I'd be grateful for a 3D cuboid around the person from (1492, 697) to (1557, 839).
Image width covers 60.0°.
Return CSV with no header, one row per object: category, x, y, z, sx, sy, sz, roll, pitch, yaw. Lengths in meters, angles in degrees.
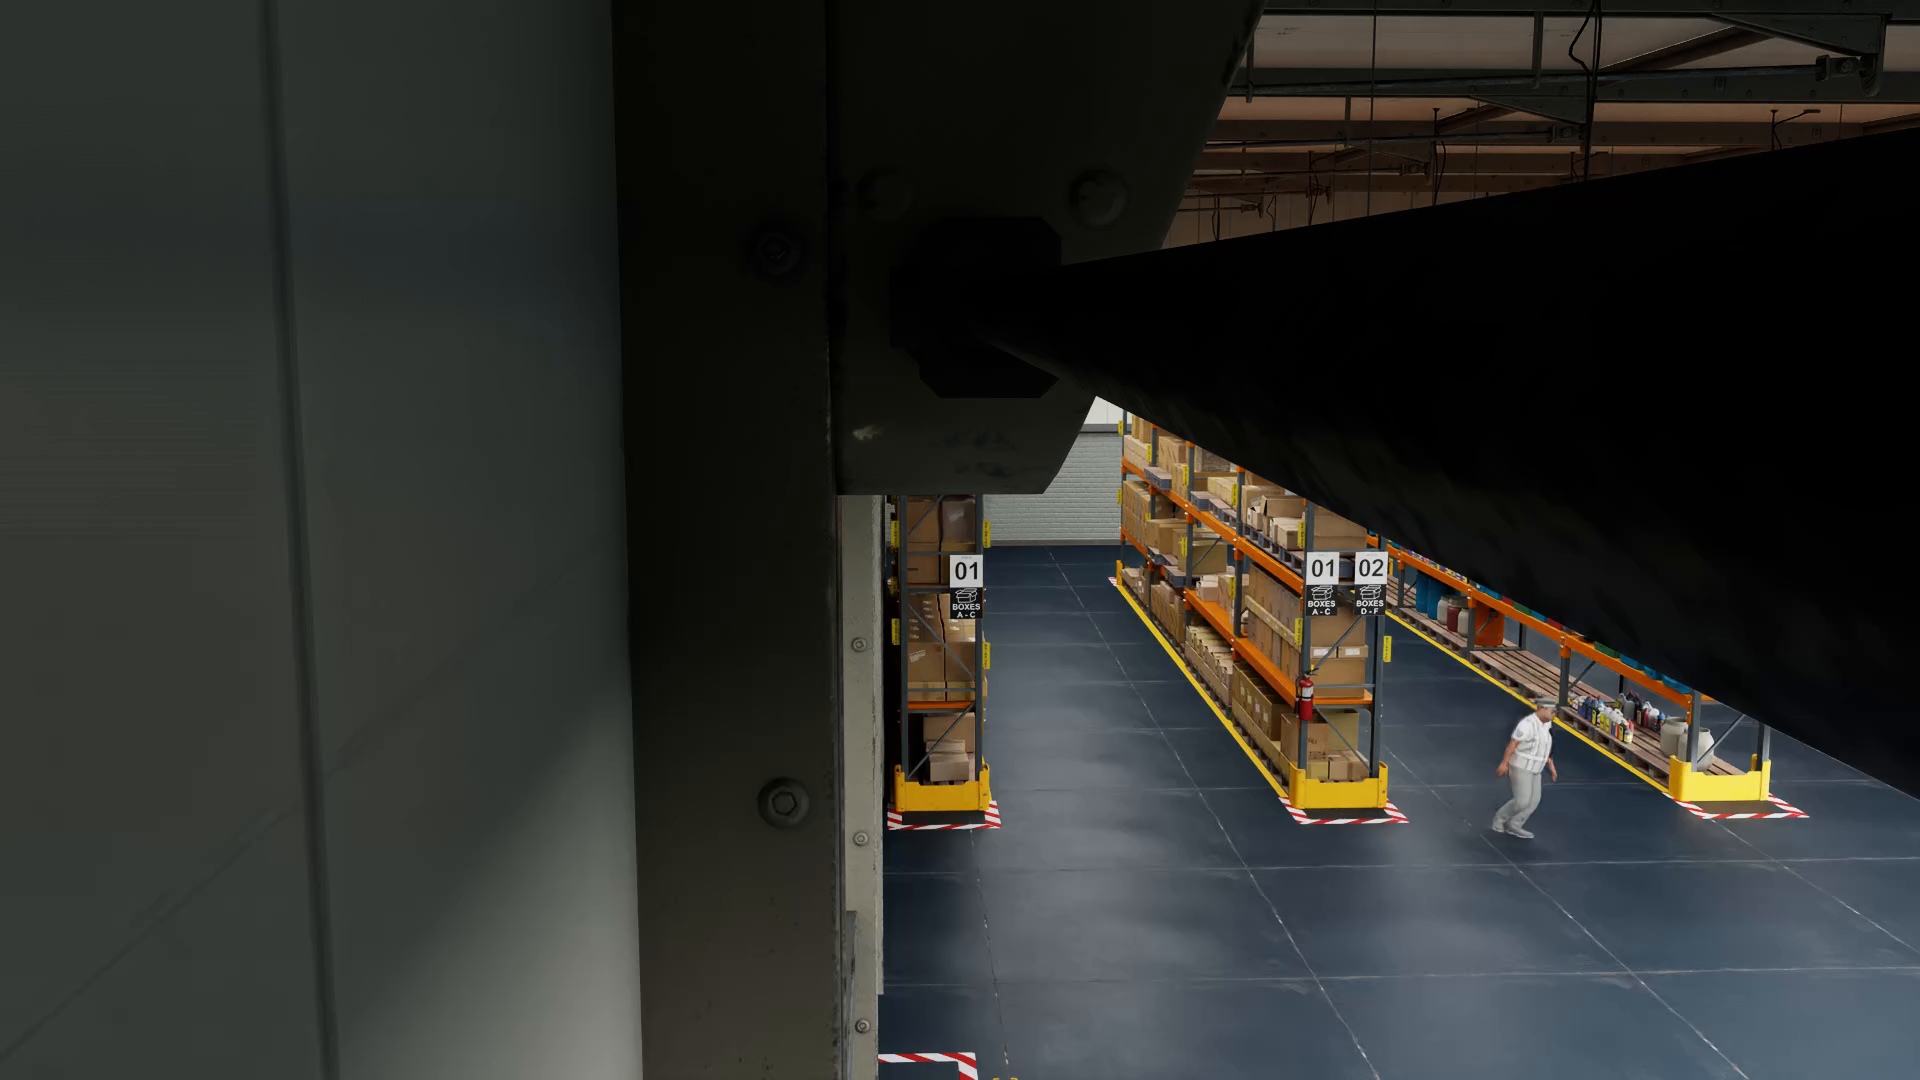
person,6.588,2.649,19.395,0.693,1.704,0.608,-8,11,-42
